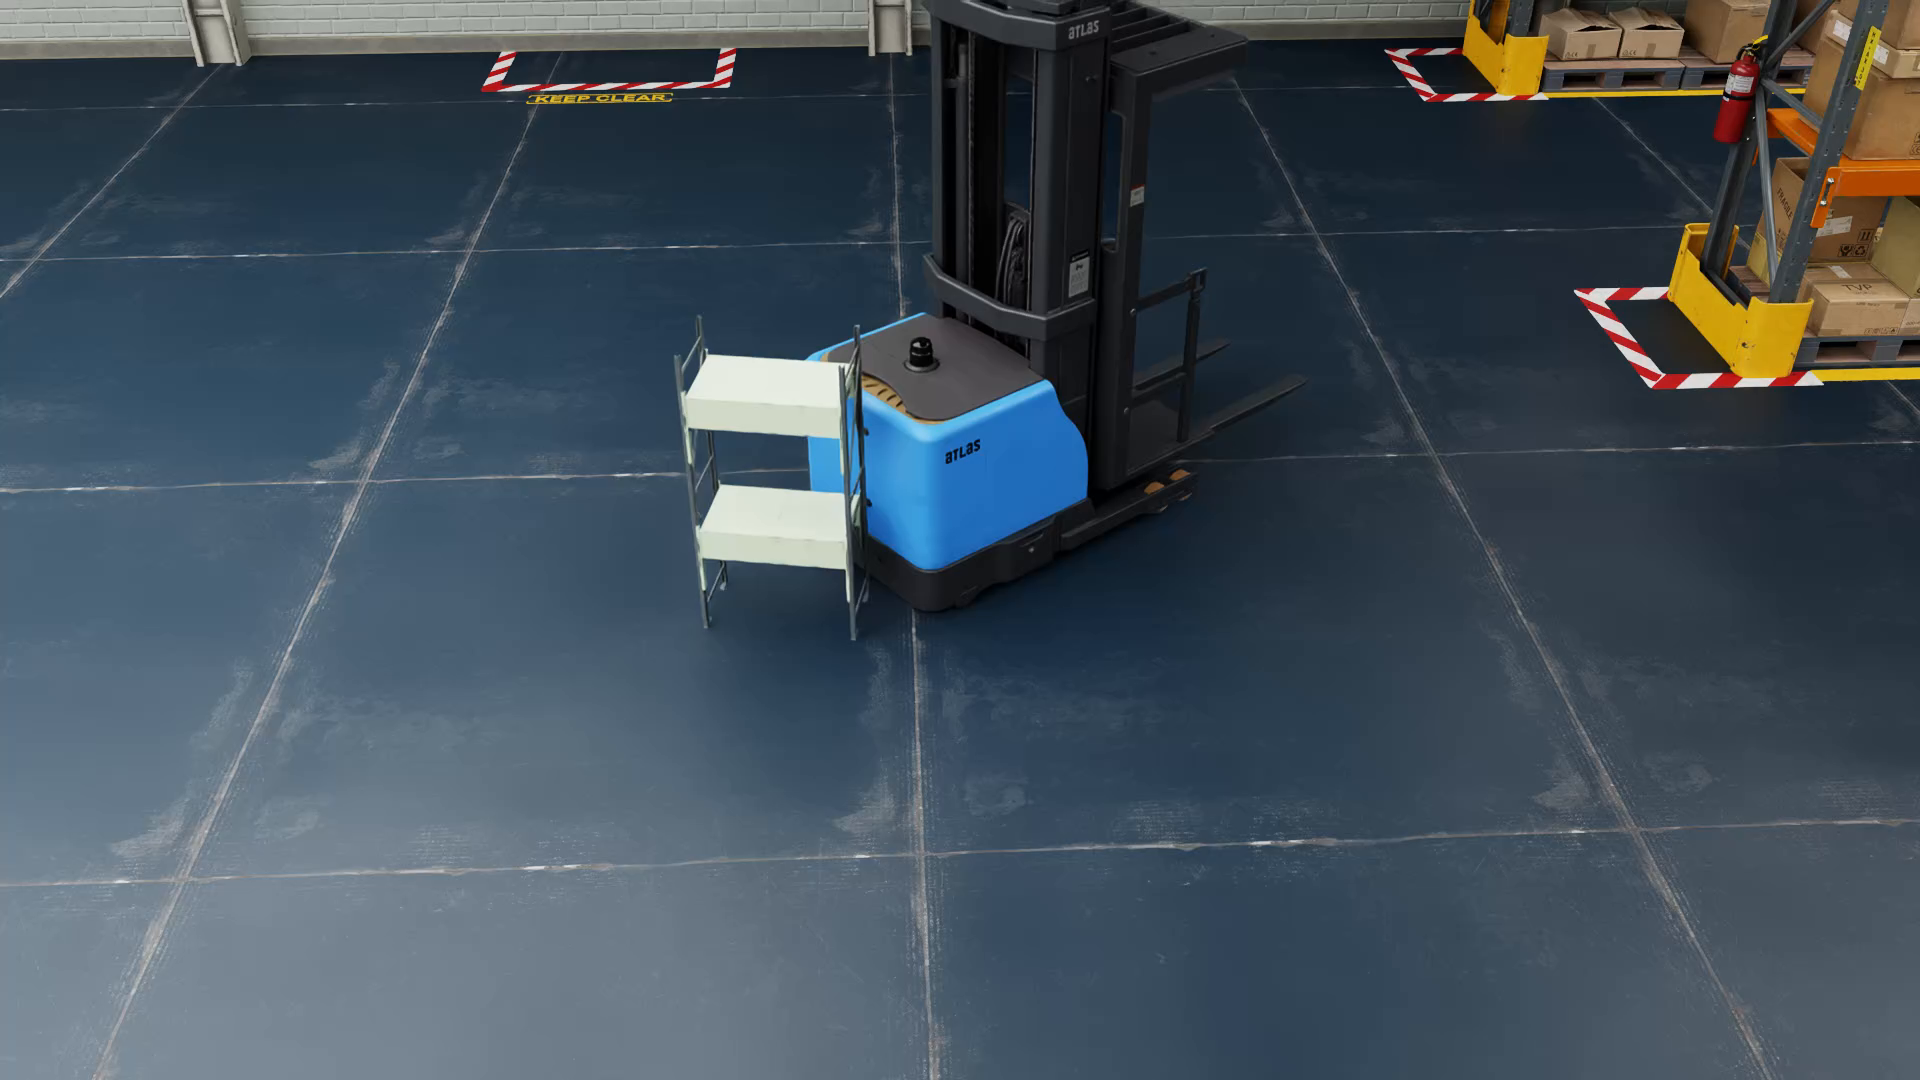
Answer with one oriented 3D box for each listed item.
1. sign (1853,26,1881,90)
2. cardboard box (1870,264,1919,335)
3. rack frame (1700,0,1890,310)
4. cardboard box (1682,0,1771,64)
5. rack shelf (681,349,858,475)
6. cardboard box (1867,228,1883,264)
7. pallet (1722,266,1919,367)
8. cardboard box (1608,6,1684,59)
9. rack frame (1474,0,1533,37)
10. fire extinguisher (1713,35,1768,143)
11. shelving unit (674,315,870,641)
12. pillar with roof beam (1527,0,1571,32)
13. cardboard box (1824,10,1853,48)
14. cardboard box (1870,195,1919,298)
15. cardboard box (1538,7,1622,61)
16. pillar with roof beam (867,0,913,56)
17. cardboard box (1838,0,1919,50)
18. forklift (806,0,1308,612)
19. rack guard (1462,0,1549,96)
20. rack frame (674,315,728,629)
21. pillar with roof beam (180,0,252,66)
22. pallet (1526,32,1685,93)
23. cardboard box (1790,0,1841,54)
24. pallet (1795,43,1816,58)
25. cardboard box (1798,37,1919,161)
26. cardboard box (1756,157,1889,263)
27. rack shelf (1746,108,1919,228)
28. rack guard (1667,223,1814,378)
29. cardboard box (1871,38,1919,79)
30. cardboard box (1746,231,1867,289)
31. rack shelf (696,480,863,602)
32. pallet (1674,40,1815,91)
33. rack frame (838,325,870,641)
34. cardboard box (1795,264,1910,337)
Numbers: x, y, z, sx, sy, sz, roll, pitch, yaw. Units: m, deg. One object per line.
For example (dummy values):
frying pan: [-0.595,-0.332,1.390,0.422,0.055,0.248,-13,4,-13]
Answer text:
sign: [4.957,-2.632,9.087,0.005,0.325,0.100,-2,35,-2]
cardboard box: [5.983,-1.505,10.336,0.500,0.250,0.500,-2,35,-2]
rack frame: [4.937,-2.559,9.812,0.127,3.000,1.000,-2,35,-2]
cardboard box: [6.699,-4.502,14.430,0.500,0.500,0.700,-4,35,-5]
rack shelf: [-0.853,-0.589,7.597,0.720,0.370,0.431,4,35,6]
cardboard box: [5.958,-1.804,10.768,0.500,0.250,0.500,-2,35,-2]
pallet: [5.699,-1.457,10.670,1.213,0.211,1.003,-2,35,-2]
cardboard box: [5.964,-4.433,14.496,0.500,0.311,0.500,1,35,2]
rack frame: [4.699,-5.375,13.881,0.127,3.000,1.000,-2,35,-2]
fire extinguisher: [4.797,-2.788,10.211,0.183,0.674,0.296,-2,35,-2]
shelving unit: [-0.853,-0.268,7.819,0.755,1.500,0.431,4,35,6]
pillar with roof beam: [5.561,-5.905,9.375,0.400,9.000,9.100,-2,35,-2]
cardboard box: [5.310,-2.986,9.771,0.250,0.149,0.380,-2,35,-3]
cardboard box: [5.983,-1.812,10.121,0.500,0.500,0.500,-2,35,-2]
cardboard box: [5.394,-4.418,14.474,0.500,0.311,0.500,-5,35,-8]
pillar with roof beam: [-0.432,-5.744,9.142,0.400,9.000,9.100,-2,35,-2]
cardboard box: [5.457,-3.141,9.424,0.500,0.500,0.700,-1,35,-2]
forklift: [0.666,-1.555,8.421,3.031,2.935,1.130,-26,42,-32]
rack guard: [4.775,-4.349,14.595,0.348,0.500,1.175,-2,35,-2]
rack frame: [-1.215,-0.295,7.859,0.023,1.500,0.400,4,35,6]
pillar with roof beam: [-6.426,-5.582,8.908,0.400,9.000,9.100,-2,35,-2]
pallet: [5.588,-4.232,14.680,1.213,0.211,1.003,-2,35,-2]
cardboard box: [7.660,-4.585,14.550,0.500,0.500,0.500,-4,35,-6]
pallet: [8.025,-4.298,14.775,1.213,0.211,1.003,-2,35,-2]
cardboard box: [5.404,-2.606,9.791,0.500,0.500,0.700,-2,35,-2]
cardboard box: [5.459,-2.093,10.527,0.500,0.500,0.500,-2,35,-2]
rack shelf: [6.935,-2.317,10.095,4.000,0.370,1.077,-2,35,-2]
rack guard: [4.913,-1.531,10.523,0.348,0.500,1.175,-2,35,-2]
cardboard box: [5.339,-2.755,9.438,0.250,0.149,0.380,-2,35,-3]
cardboard box: [5.459,-1.784,10.739,0.500,0.250,0.500,-2,35,-2]
rack shelf: [-0.853,0.000,8.005,0.720,0.370,0.431,4,35,6]
pallet: [6.804,-4.263,14.725,1.213,0.211,1.003,-2,35,-2]
rack frame: [-0.490,-0.241,7.780,0.023,1.500,0.400,4,35,6]
cardboard box: [5.483,-1.489,10.313,0.500,0.250,0.500,-2,35,-2]
